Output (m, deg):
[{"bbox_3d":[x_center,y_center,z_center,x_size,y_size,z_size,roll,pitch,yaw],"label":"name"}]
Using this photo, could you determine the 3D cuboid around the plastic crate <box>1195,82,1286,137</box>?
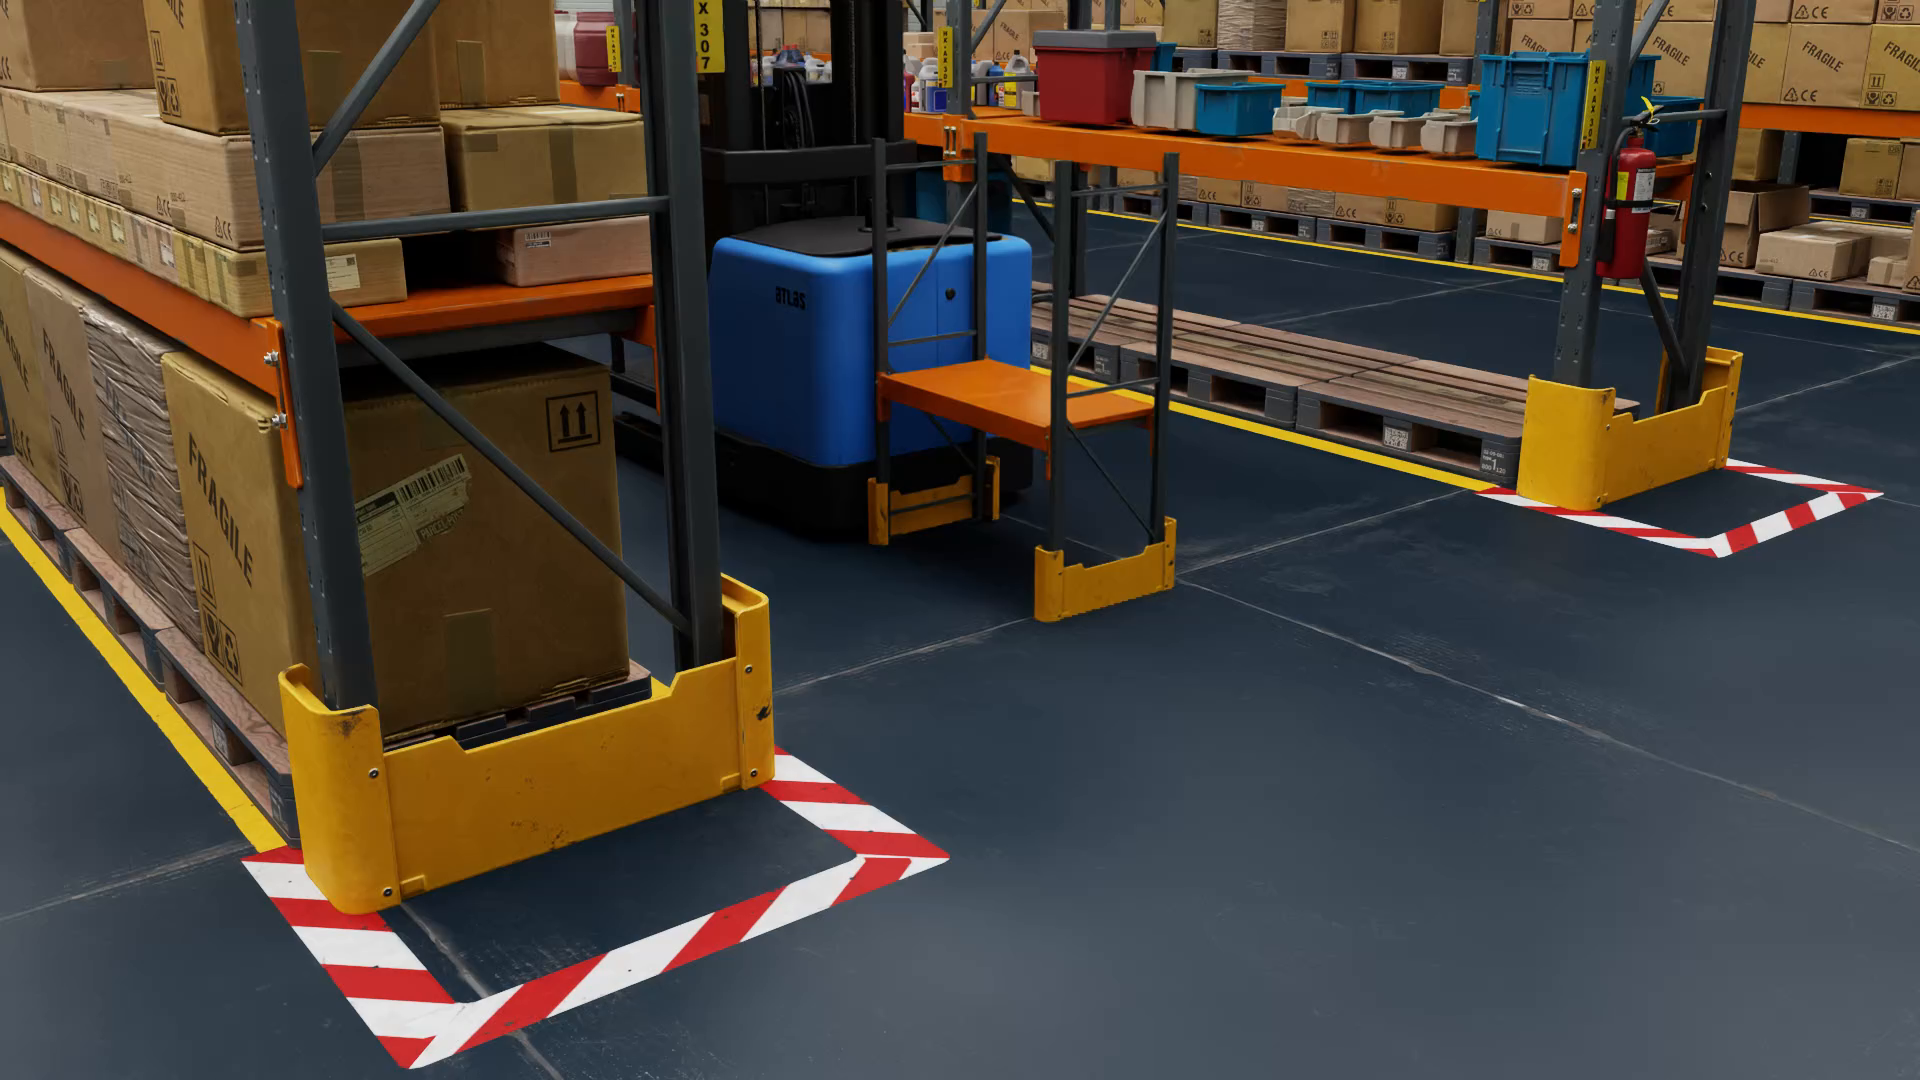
[{"bbox_3d":[1.358,-2.096,8.090,0.416,0.233,0.300,-14,23,-36],"label":"plastic crate"}]

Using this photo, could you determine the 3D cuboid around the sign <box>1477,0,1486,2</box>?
[{"bbox_3d":[3.803,-4.083,12.078,0.100,0.325,0.005,-14,23,-36],"label":"sign"}]

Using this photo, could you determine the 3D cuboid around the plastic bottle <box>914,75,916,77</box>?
[{"bbox_3d":[-0.288,-2.735,10.166,0.097,0.201,0.097,0,18,0],"label":"plastic bottle"}]

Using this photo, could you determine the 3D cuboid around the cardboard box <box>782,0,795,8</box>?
[{"bbox_3d":[-1.856,-6.307,19.447,0.380,0.149,0.250,-13,22,-35],"label":"cardboard box"}]

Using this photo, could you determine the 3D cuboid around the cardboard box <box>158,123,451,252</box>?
[{"bbox_3d":[-1.558,-0.862,3.958,0.500,0.250,0.500,-14,23,-37],"label":"cardboard box"}]

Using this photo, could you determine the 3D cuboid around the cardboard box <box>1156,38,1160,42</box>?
[{"bbox_3d":[1.560,-4.684,15.877,0.500,0.311,0.500,-12,22,-33],"label":"cardboard box"}]

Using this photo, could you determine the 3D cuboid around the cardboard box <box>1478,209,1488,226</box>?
[{"bbox_3d":[4.126,-2.831,13.417,0.500,0.500,0.500,-15,24,-39],"label":"cardboard box"}]

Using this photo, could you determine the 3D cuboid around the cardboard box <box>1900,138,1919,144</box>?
[{"bbox_3d":[8.570,-3.606,14.758,0.380,0.149,0.250,-13,22,-34],"label":"cardboard box"}]

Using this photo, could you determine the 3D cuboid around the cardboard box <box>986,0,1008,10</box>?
[{"bbox_3d":[0.727,-7.685,23.812,0.500,0.500,0.500,-14,23,-36],"label":"cardboard box"}]

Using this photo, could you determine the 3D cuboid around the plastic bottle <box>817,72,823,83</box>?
[{"bbox_3d":[-0.865,-2.887,10.624,0.097,0.201,0.097,0,18,0],"label":"plastic bottle"}]

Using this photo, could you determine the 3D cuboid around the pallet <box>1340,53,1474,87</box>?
[{"bbox_3d":[3.825,-3.769,13.279,1.003,0.211,1.213,-14,23,-36],"label":"pallet"}]

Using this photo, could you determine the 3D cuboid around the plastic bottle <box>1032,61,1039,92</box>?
[{"bbox_3d":[0.457,-2.795,10.216,0.061,0.283,0.133,-14,23,-36],"label":"plastic bottle"}]

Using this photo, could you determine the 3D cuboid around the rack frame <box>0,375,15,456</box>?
[{"bbox_3d":[-3.532,-1.710,6.754,1.000,3.000,0.127,-14,23,-36],"label":"rack frame"}]

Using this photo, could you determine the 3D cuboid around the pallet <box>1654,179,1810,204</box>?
[{"bbox_3d":[7.578,-3.462,16.480,1.003,0.211,1.213,-14,23,-36],"label":"pallet"}]

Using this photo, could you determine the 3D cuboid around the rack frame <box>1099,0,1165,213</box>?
[{"bbox_3d":[1.752,-4.628,15.566,1.000,3.000,0.127,-14,23,-36],"label":"rack frame"}]

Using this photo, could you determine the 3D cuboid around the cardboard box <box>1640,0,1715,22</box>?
[{"bbox_3d":[4.947,-3.739,11.134,0.500,0.500,0.500,-15,23,-38],"label":"cardboard box"}]

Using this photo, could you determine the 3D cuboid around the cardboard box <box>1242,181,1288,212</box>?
[{"bbox_3d":[2.776,-3.102,14.235,0.500,0.500,0.500,-15,23,-38],"label":"cardboard box"}]

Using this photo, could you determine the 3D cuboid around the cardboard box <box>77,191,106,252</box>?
[{"bbox_3d":[-2.325,-0.943,4.839,0.380,0.149,0.250,-14,23,-36],"label":"cardboard box"}]

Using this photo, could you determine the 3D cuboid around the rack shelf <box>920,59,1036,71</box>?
[{"bbox_3d":[0.510,-4.779,17.168,1.077,0.370,4.000,-14,23,-36],"label":"rack shelf"}]

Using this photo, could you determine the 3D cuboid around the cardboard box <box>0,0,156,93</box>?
[{"bbox_3d":[-2.809,-1.718,5.350,0.500,0.500,0.500,-15,23,-38],"label":"cardboard box"}]

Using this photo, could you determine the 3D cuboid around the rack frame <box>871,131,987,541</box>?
[{"bbox_3d":[-0.107,-0.753,6.251,0.500,1.500,0.032,-13,22,-35],"label":"rack frame"}]

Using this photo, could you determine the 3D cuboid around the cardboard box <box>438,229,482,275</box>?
[{"bbox_3d":[-1.171,-0.820,4.465,0.380,0.149,0.250,-14,23,-37],"label":"cardboard box"}]

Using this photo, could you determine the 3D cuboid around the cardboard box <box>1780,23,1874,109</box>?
[{"bbox_3d":[5.597,-3.012,10.529,0.500,0.500,0.500,-14,23,-36],"label":"cardboard box"}]

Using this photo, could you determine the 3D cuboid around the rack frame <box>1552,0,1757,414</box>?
[{"bbox_3d":[2.834,-1.691,6.696,1.000,3.000,0.127,-14,23,-36],"label":"rack frame"}]

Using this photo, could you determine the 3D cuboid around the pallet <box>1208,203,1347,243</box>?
[{"bbox_3d":[2.939,-2.812,14.520,1.003,0.211,1.213,-14,23,-36],"label":"pallet"}]

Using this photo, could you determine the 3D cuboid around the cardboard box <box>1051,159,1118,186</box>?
[{"bbox_3d":[1.234,-3.604,16.180,0.500,0.250,0.500,-13,23,-35],"label":"cardboard box"}]

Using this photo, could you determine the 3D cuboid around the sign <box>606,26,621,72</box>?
[{"bbox_3d":[-2.560,-3.630,12.294,0.100,0.325,0.005,-14,23,-36],"label":"sign"}]

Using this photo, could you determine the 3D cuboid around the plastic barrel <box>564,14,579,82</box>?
[{"bbox_3d":[-2.939,-3.927,13.272,0.421,0.512,0.421,0,18,0],"label":"plastic barrel"}]

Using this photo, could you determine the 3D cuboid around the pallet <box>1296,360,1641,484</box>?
[{"bbox_3d":[2.352,-0.578,7.771,1.003,0.211,1.213,-14,23,-36],"label":"pallet"}]

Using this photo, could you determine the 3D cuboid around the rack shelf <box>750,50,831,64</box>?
[{"bbox_3d":[-1.973,-5.765,20.144,1.077,0.370,4.000,-14,23,-36],"label":"rack shelf"}]

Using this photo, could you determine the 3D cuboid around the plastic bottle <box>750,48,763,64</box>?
[{"bbox_3d":[-1.548,-3.590,12.618,0.061,0.283,0.133,-14,23,-36],"label":"plastic bottle"}]

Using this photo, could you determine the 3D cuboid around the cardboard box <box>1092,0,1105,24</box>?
[{"bbox_3d":[1.995,-7.180,22.287,0.500,0.500,0.500,-15,23,-38],"label":"cardboard box"}]

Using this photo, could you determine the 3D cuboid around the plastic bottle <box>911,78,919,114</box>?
[{"bbox_3d":[-0.241,-2.639,9.877,0.097,0.201,0.097,0,18,0],"label":"plastic bottle"}]

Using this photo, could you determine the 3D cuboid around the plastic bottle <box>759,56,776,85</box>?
[{"bbox_3d":[-1.257,-3.092,11.125,0.152,0.276,0.135,-14,23,-36],"label":"plastic bottle"}]

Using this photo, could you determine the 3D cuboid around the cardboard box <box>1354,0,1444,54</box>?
[{"bbox_3d":[3.640,-4.206,13.467,0.700,0.500,0.500,-10,21,-28],"label":"cardboard box"}]

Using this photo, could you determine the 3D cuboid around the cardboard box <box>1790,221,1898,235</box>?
[{"bbox_3d":[5.983,-1.996,11.292,0.500,0.250,0.500,-14,23,-36],"label":"cardboard box"}]

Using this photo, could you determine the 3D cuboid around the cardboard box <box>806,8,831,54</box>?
[{"bbox_3d":[-1.345,-5.898,19.243,0.700,0.500,0.500,-14,23,-37],"label":"cardboard box"}]

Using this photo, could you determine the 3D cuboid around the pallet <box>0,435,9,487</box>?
[{"bbox_3d":[-4.070,-0.561,7.722,1.003,0.211,1.213,-14,23,-36],"label":"pallet"}]

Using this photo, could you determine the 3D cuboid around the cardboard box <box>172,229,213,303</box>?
[{"bbox_3d":[-1.691,-0.692,4.080,0.380,0.149,0.250,-14,23,-36],"label":"cardboard box"}]

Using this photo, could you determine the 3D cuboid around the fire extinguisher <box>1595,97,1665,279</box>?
[{"bbox_3d":[2.571,-1.351,6.387,0.296,0.674,0.183,-14,23,-36],"label":"fire extinguisher"}]

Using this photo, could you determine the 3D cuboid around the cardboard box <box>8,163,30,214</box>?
[{"bbox_3d":[-2.959,-1.196,5.601,0.380,0.149,0.250,-14,23,-37],"label":"cardboard box"}]

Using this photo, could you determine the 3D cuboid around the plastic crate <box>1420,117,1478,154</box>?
[{"bbox_3d":[2.186,-1.760,7.228,0.396,0.136,0.243,-14,23,-36],"label":"plastic crate"}]

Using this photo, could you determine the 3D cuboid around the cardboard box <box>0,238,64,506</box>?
[{"bbox_3d":[-3.185,-0.722,6.483,0.875,0.875,0.875,-14,23,-36],"label":"cardboard box"}]

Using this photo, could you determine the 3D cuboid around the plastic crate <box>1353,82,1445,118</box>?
[{"bbox_3d":[2.121,-2.089,8.071,0.416,0.233,0.300,-14,23,-36],"label":"plastic crate"}]

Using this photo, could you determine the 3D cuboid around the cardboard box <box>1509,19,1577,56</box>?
[{"bbox_3d":[4.338,-3.511,12.034,0.500,0.500,0.500,-13,22,-35],"label":"cardboard box"}]

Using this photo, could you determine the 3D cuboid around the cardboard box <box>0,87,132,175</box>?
[{"bbox_3d":[-2.815,-1.363,5.471,0.500,0.250,0.500,-13,23,-35],"label":"cardboard box"}]

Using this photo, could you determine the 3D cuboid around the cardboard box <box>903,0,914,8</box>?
[{"bbox_3d":[-0.747,-6.073,18.740,0.380,0.149,0.250,-14,23,-36],"label":"cardboard box"}]

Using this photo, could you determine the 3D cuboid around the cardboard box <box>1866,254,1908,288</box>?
[{"bbox_3d":[6.008,-1.724,10.603,0.380,0.166,0.250,-14,23,-36],"label":"cardboard box"}]

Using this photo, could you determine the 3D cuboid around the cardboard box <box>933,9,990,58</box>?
[{"bbox_3d":[0.060,-5.339,17.554,0.500,0.500,0.500,-12,22,-32],"label":"cardboard box"}]

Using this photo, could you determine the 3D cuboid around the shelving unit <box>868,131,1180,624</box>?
[{"bbox_3d":[0.202,-0.623,5.857,0.587,1.500,1.083,-13,22,-35],"label":"shelving unit"}]

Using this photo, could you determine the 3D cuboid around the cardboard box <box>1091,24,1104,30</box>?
[{"bbox_3d":[1.990,-6.822,22.401,0.500,0.250,0.500,-14,23,-36],"label":"cardboard box"}]

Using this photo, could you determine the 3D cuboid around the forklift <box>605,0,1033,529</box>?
[{"bbox_3d":[-0.984,-1.833,7.235,1.130,2.935,3.031,-13,22,-35],"label":"forklift"}]

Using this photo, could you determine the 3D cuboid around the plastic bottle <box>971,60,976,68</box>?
[{"bbox_3d":[0.084,-2.928,10.637,0.097,0.271,0.097,0,18,0],"label":"plastic bottle"}]

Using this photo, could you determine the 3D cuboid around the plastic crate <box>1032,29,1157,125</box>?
[{"bbox_3d":[0.708,-2.466,8.841,0.402,0.464,0.583,-14,23,-36],"label":"plastic crate"}]
